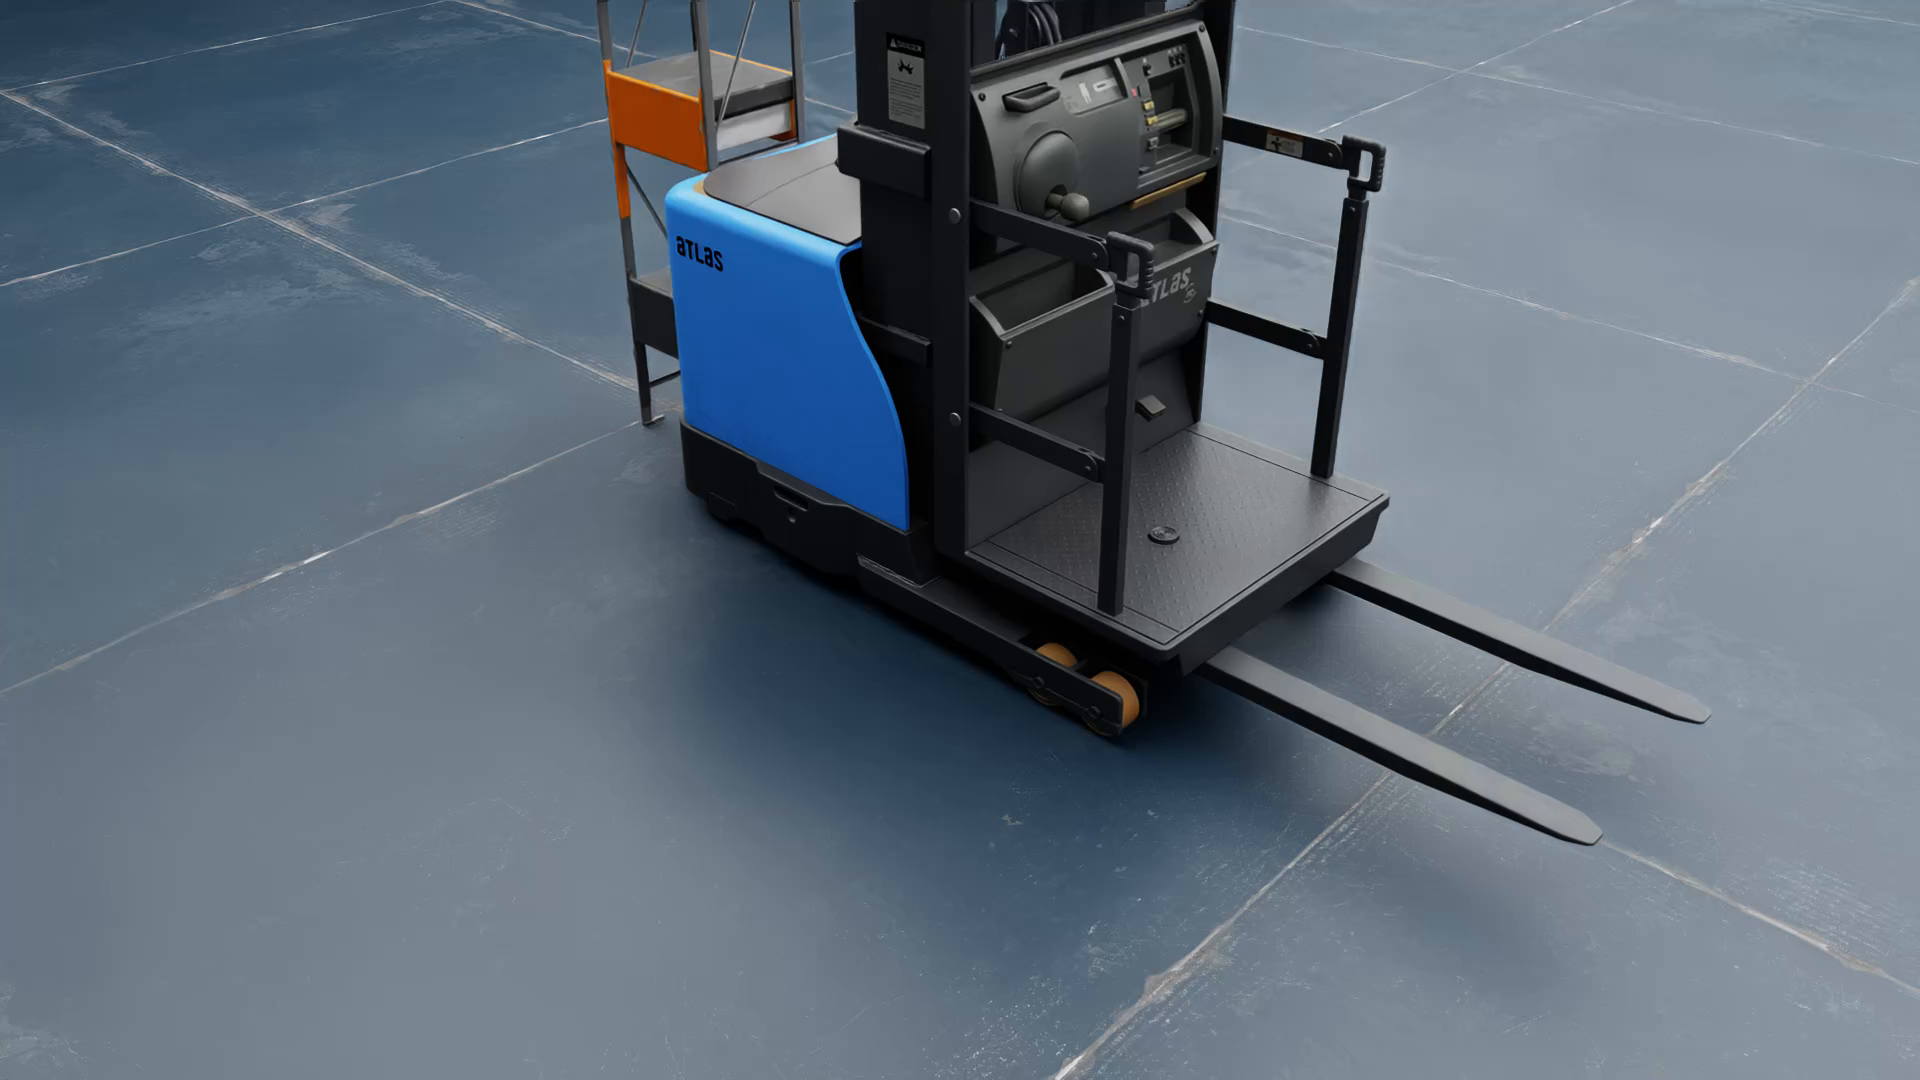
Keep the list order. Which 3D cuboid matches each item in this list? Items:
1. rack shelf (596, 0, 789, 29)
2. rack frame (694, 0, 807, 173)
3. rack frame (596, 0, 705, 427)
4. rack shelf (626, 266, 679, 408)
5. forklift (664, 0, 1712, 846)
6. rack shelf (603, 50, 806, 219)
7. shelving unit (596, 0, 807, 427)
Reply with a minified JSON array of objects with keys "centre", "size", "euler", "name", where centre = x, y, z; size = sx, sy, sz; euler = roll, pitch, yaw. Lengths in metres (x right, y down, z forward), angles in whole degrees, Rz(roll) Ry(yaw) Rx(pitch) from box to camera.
[{"centre":[-0.812,-1.883,5.011],"size":[0.480,0.518,0.431],"euler":[26,39,36],"name":"rack shelf"},{"centre":[-0.634,-1.209,5.222],"size":[0.015,2.100,0.400],"euler":[26,39,36],"name":"rack frame"},{"centre":[-0.990,-1.381,5.508],"size":[0.015,2.100,0.400],"euler":[26,39,36],"name":"rack frame"},{"centre":[-0.812,-0.684,5.733],"size":[0.480,0.518,0.431],"euler":[26,39,36],"name":"rack shelf"},{"centre":[0.527,-1.045,4.145],"size":[3.031,2.935,1.130],"euler":[26,39,36],"name":"forklift"},{"centre":[-0.812,-1.283,5.372],"size":[0.480,0.518,0.431],"euler":[26,39,36],"name":"rack shelf"},{"centre":[-0.812,-1.295,5.365],"size":[0.503,2.100,0.431],"euler":[26,39,36],"name":"shelving unit"}]
